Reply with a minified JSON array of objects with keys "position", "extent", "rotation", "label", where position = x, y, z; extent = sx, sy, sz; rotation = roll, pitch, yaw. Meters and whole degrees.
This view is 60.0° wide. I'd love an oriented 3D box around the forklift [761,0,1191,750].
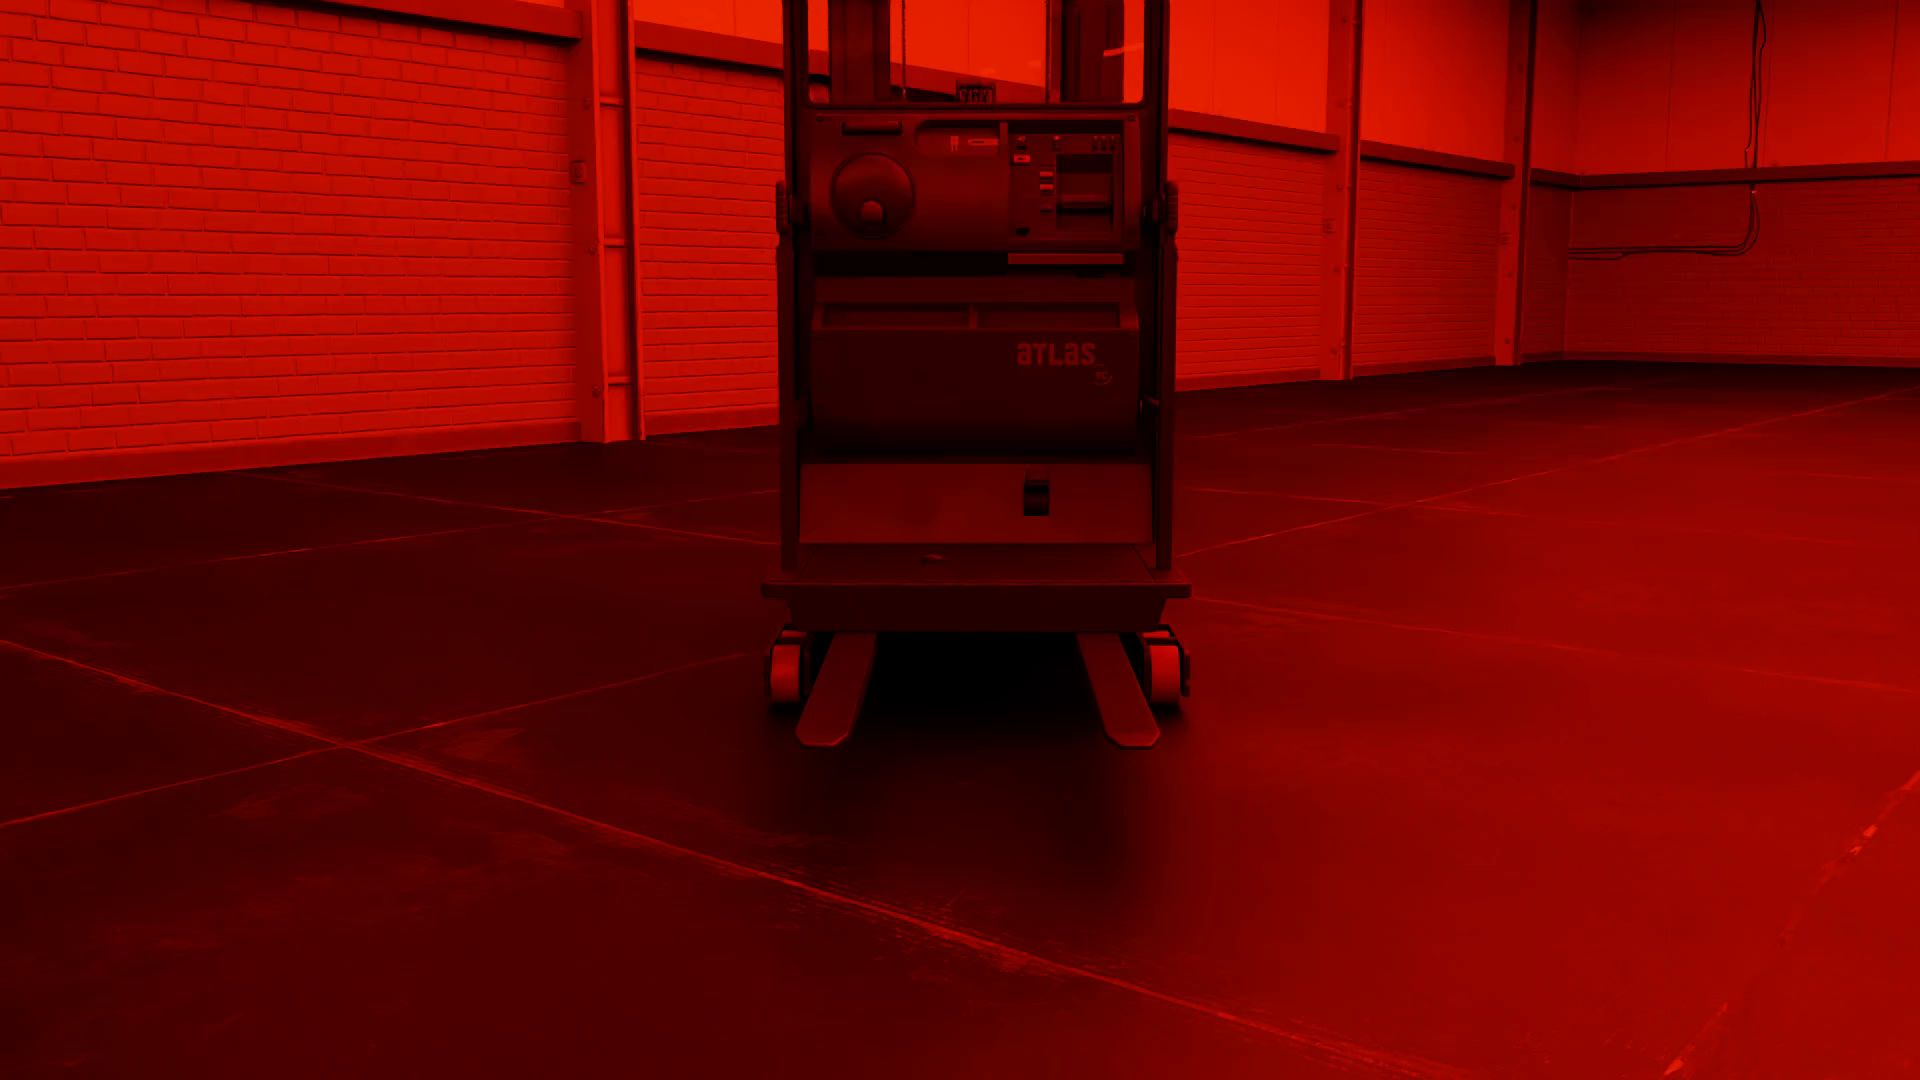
[{"position":[0.044,-1.055,4.494],"extent":[1.130,2.935,3.031],"rotation":[0,8,0],"label":"forklift"}]
